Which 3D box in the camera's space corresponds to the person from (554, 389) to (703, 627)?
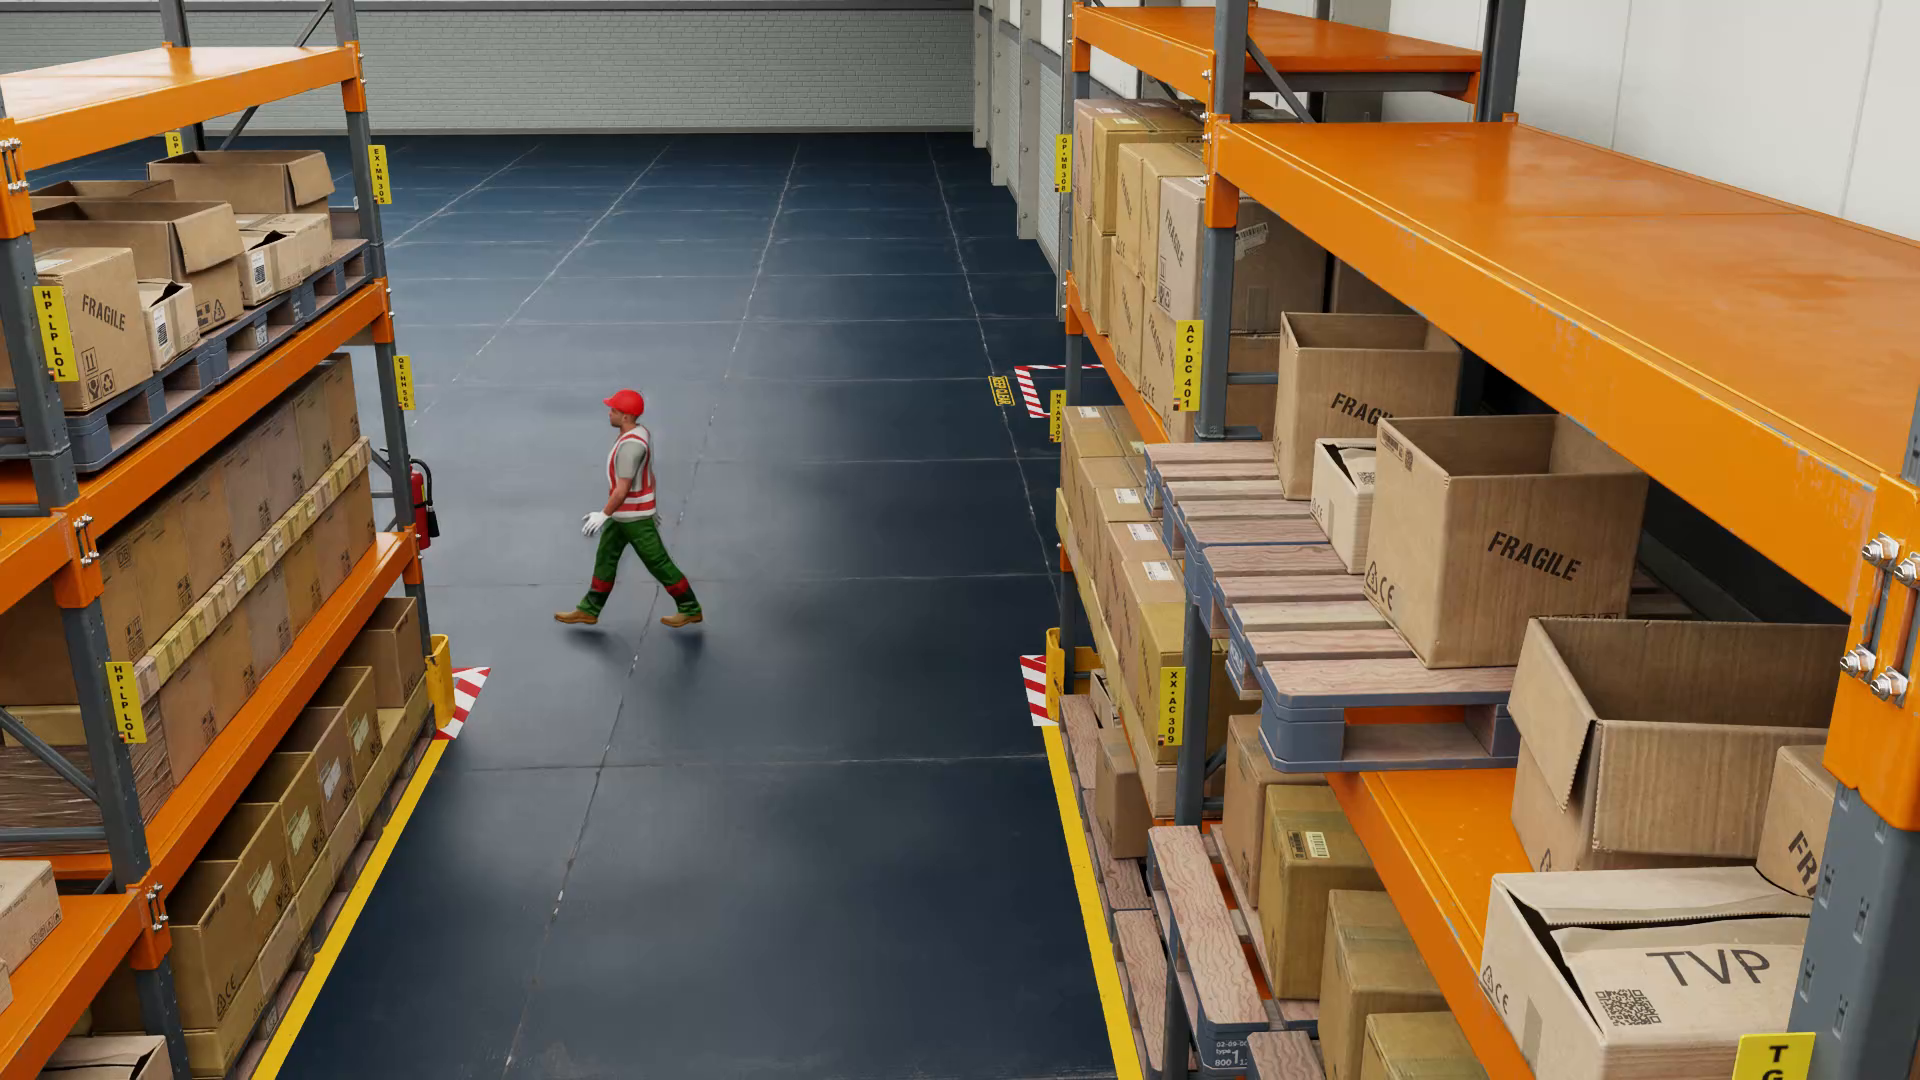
[{"bbox_3d":[-2.358,-0.199,11.553,1.038,1.733,0.547,-4,21,-11],"label":"person"}]
